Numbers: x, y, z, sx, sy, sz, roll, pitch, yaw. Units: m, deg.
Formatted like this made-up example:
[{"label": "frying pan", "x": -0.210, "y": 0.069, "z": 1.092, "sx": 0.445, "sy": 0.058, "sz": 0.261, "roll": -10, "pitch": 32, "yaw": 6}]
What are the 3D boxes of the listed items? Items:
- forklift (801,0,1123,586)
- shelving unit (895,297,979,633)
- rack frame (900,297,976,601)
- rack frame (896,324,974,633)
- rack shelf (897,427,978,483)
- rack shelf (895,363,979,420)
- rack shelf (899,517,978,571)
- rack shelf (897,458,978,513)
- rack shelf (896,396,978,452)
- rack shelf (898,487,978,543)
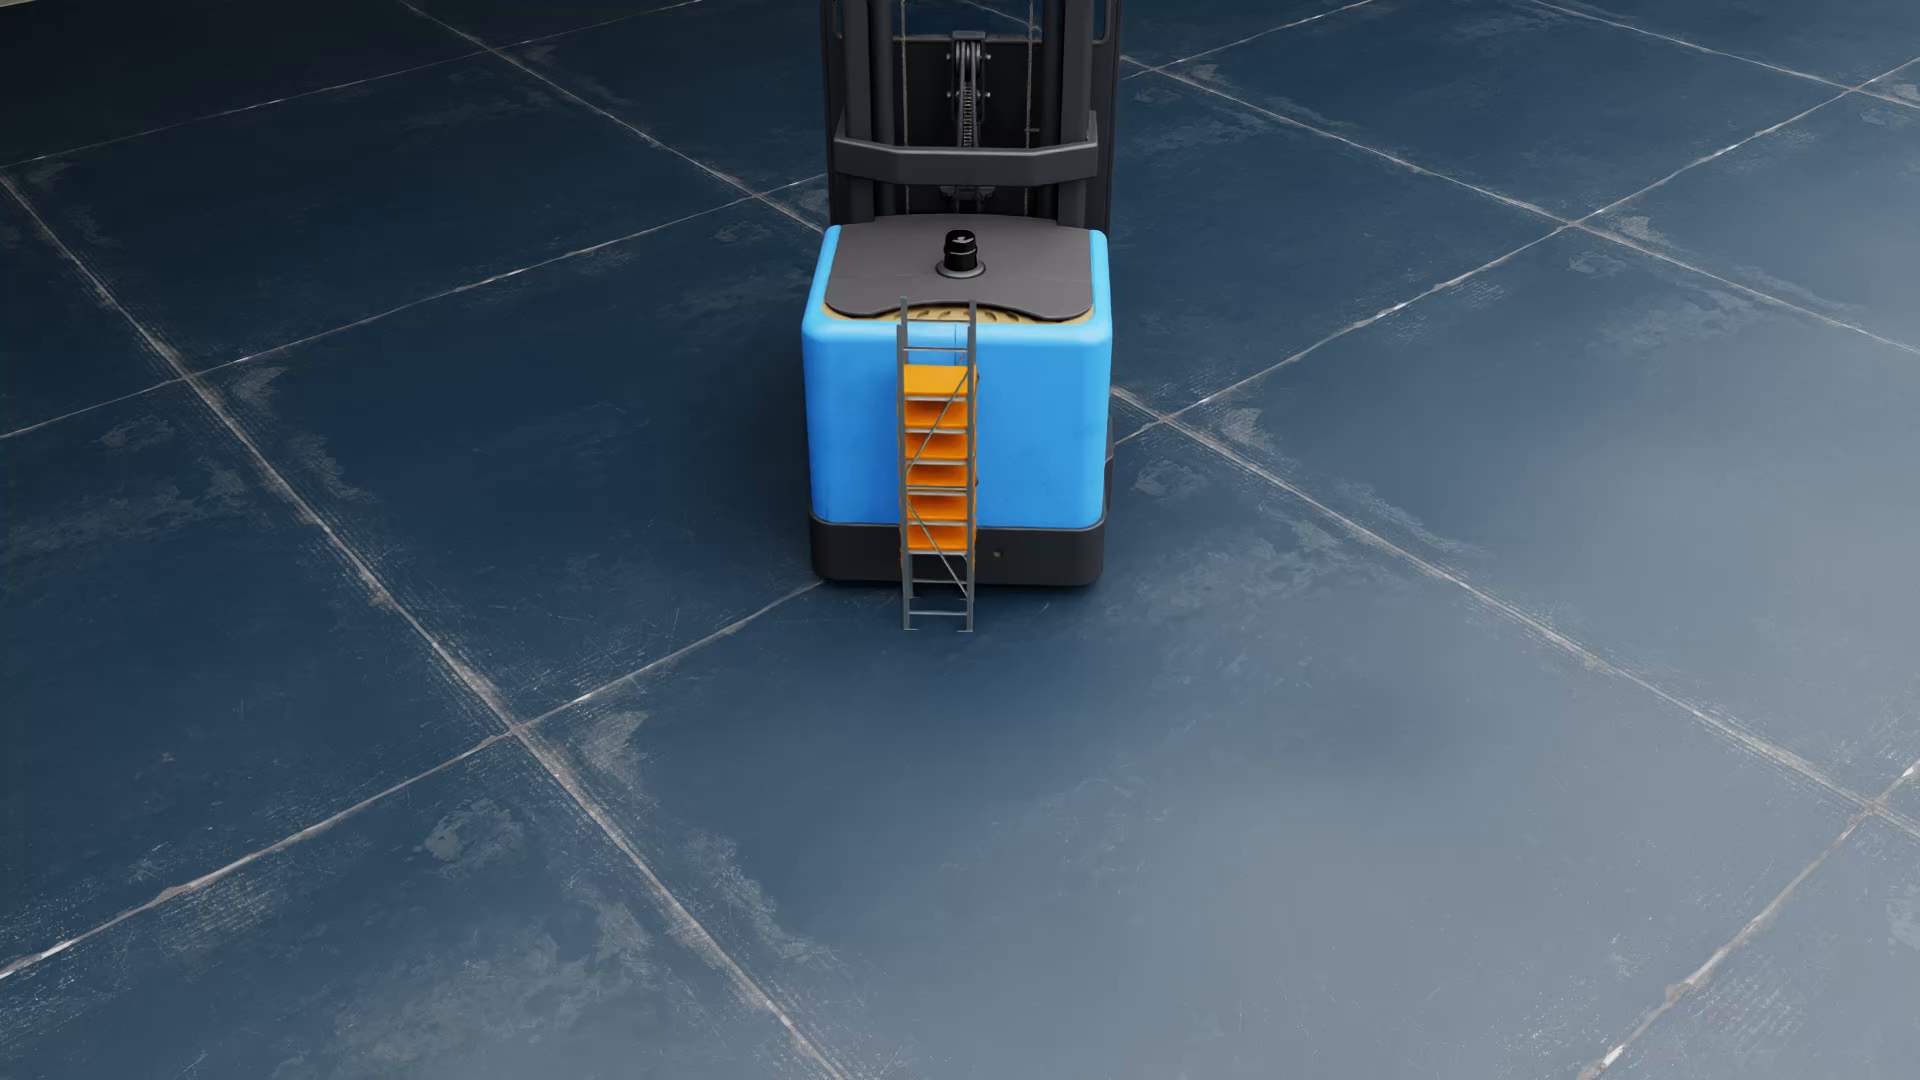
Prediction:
[{"label": "forklift", "x": 0.051, "y": -1.858, "z": 6.338, "sx": 1.130, "sy": 2.935, "sz": 3.031, "roll": 1, "pitch": 35, "yaw": 2}, {"label": "shelving unit", "x": -0.072, "y": -0.222, "z": 5.526, "sx": 0.258, "sy": 1.200, "sz": 0.189, "roll": 1, "pitch": 35, "yaw": 2}, {"label": "rack frame", "x": -0.068, "y": -0.275, "z": 5.600, "sx": 0.240, "sy": 1.200, "sz": 0.006, "roll": 1, "pitch": 35, "yaw": 2}, {"label": "rack frame", "x": -0.076, "y": -0.169, "z": 5.451, "sx": 0.240, "sy": 1.200, "sz": 0.006, "roll": 1, "pitch": 35, "yaw": 2}, {"label": "rack shelf", "x": -0.072, "y": -0.284, "z": 5.482, "sx": 0.258, "sy": 0.103, "sz": 0.180, "roll": 1, "pitch": 35, "yaw": 2}, {"label": "rack shelf", "x": -0.072, "y": -0.480, "z": 5.343, "sx": 0.258, "sy": 0.103, "sz": 0.180, "roll": 1, "pitch": 35, "yaw": 2}, {"label": "rack shelf", "x": -0.072, "y": 0.010, "z": 5.690, "sx": 0.258, "sy": 0.103, "sz": 0.180, "roll": 1, "pitch": 35, "yaw": 2}, {"label": "rack shelf", "x": -0.072, "y": -0.186, "z": 5.551, "sx": 0.258, "sy": 0.103, "sz": 0.180, "roll": 1, "pitch": 35, "yaw": 2}, {"label": "rack shelf", "x": -0.072, "y": -0.382, "z": 5.413, "sx": 0.258, "sy": 0.103, "sz": 0.180, "roll": 1, "pitch": 35, "yaw": 2}, {"label": "rack shelf", "x": -0.072, "y": -0.088, "z": 5.621, "sx": 0.258, "sy": 0.103, "sz": 0.180, "roll": 1, "pitch": 35, "yaw": 2}]
